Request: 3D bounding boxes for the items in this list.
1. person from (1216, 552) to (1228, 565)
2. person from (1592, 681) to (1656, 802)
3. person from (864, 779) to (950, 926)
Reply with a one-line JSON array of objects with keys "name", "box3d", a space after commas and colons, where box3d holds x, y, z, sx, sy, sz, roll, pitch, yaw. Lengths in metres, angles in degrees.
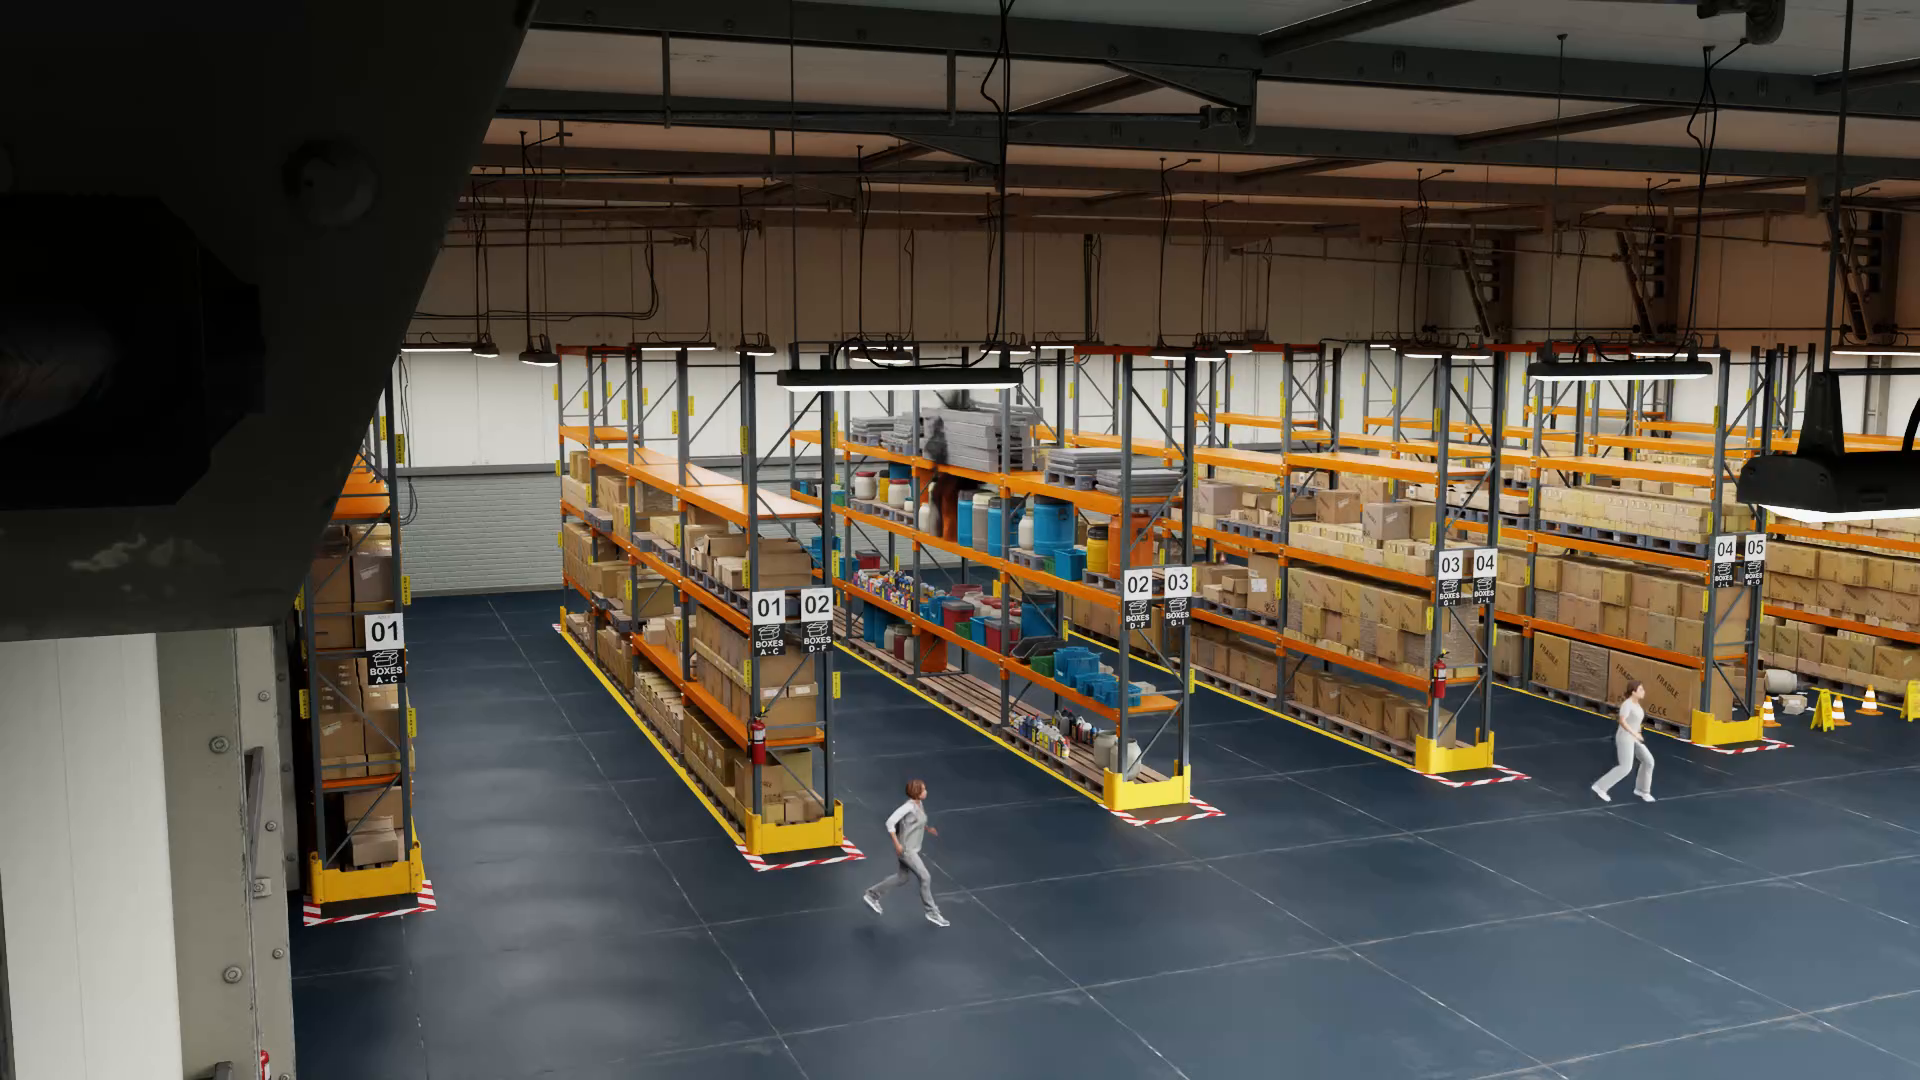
[{"name": "person", "box3d": [5.597, 1.037, 35.436, 0.504, 1.570, 0.636, -2, 8, -19]}, {"name": "person", "box3d": [8.942, 2.711, 22.293, 0.743, 1.663, 0.807, 4, 8, 31]}, {"name": "person", "box3d": [-0.570, 3.357, 17.652, 0.918, 1.505, 0.557, 1, 7, 9]}]
